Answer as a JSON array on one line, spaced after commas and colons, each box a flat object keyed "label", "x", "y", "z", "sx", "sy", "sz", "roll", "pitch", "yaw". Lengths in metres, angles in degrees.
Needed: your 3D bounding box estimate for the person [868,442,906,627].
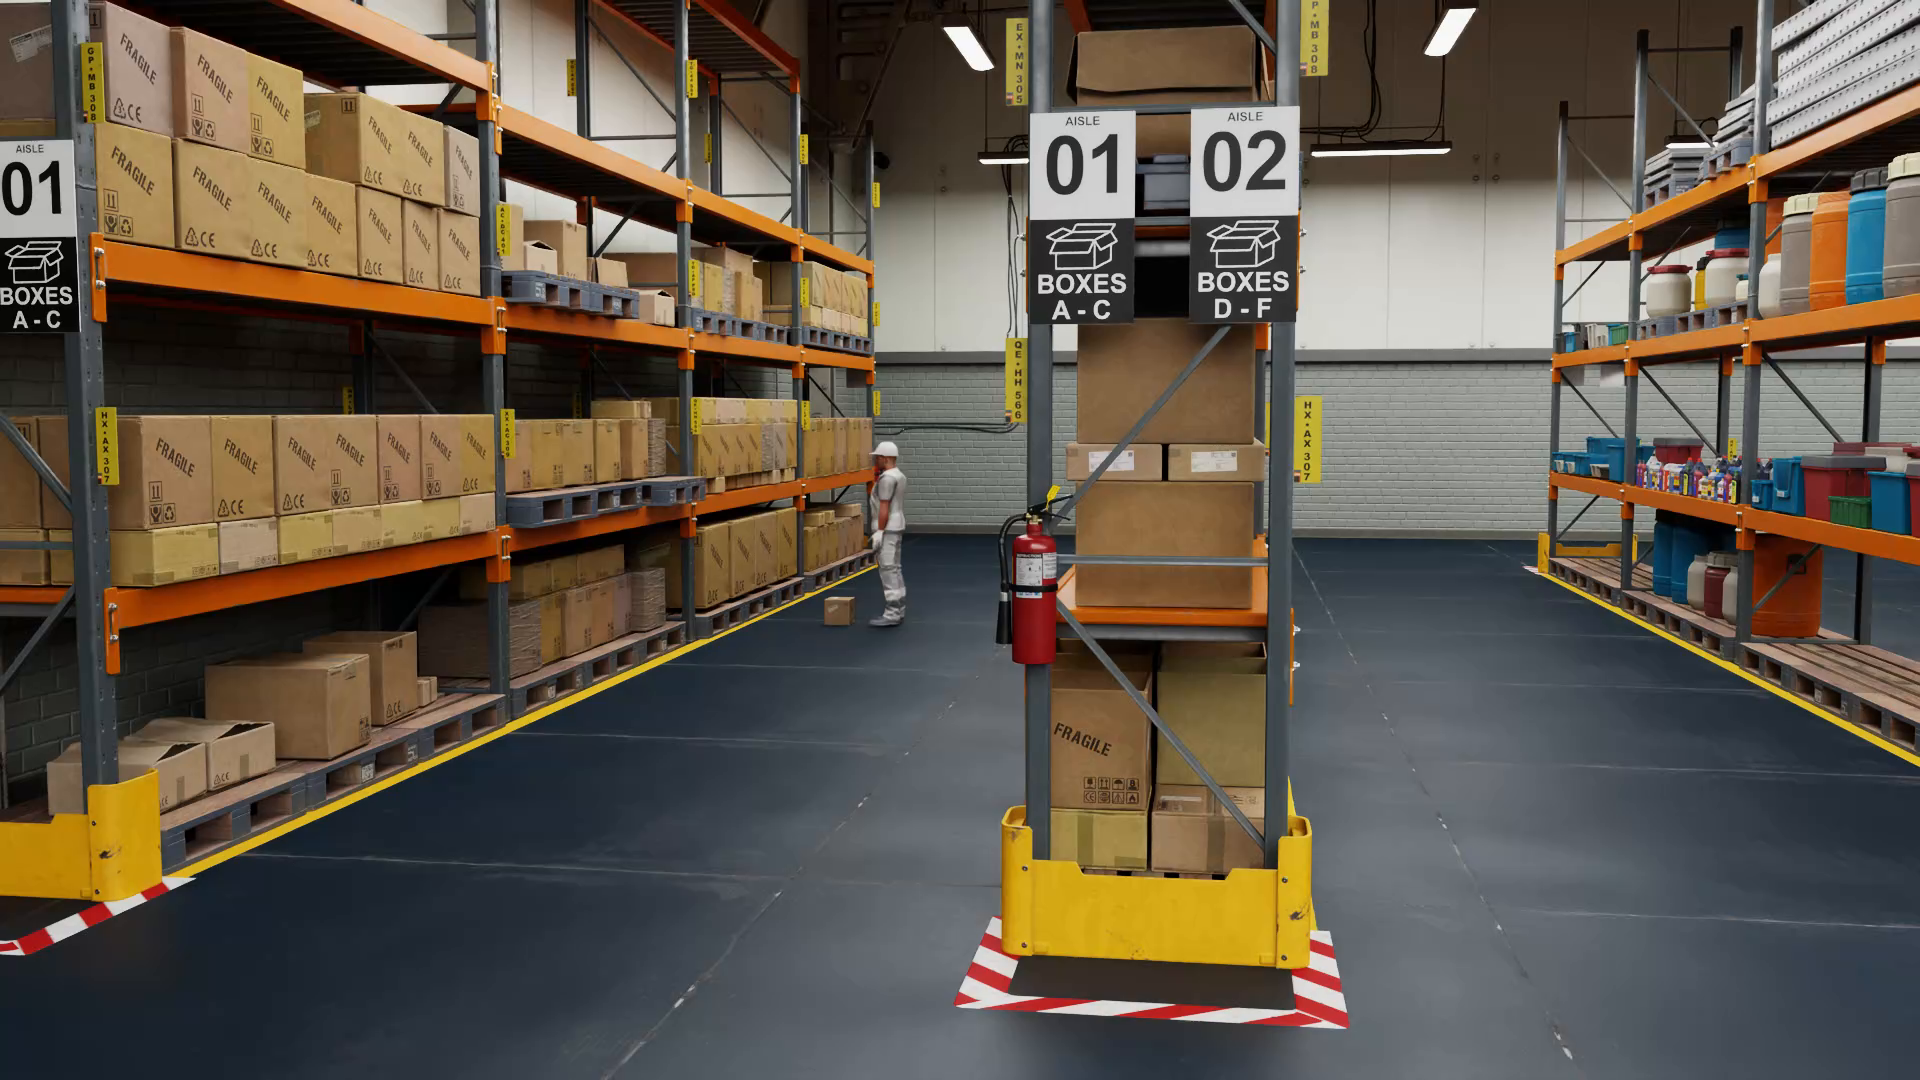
[{"label": "person", "x": -0.713, "y": -0.061, "z": 16.195, "sx": 0.337, "sy": 1.790, "sz": 0.536, "roll": 1, "pitch": 4, "yaw": 11}]
